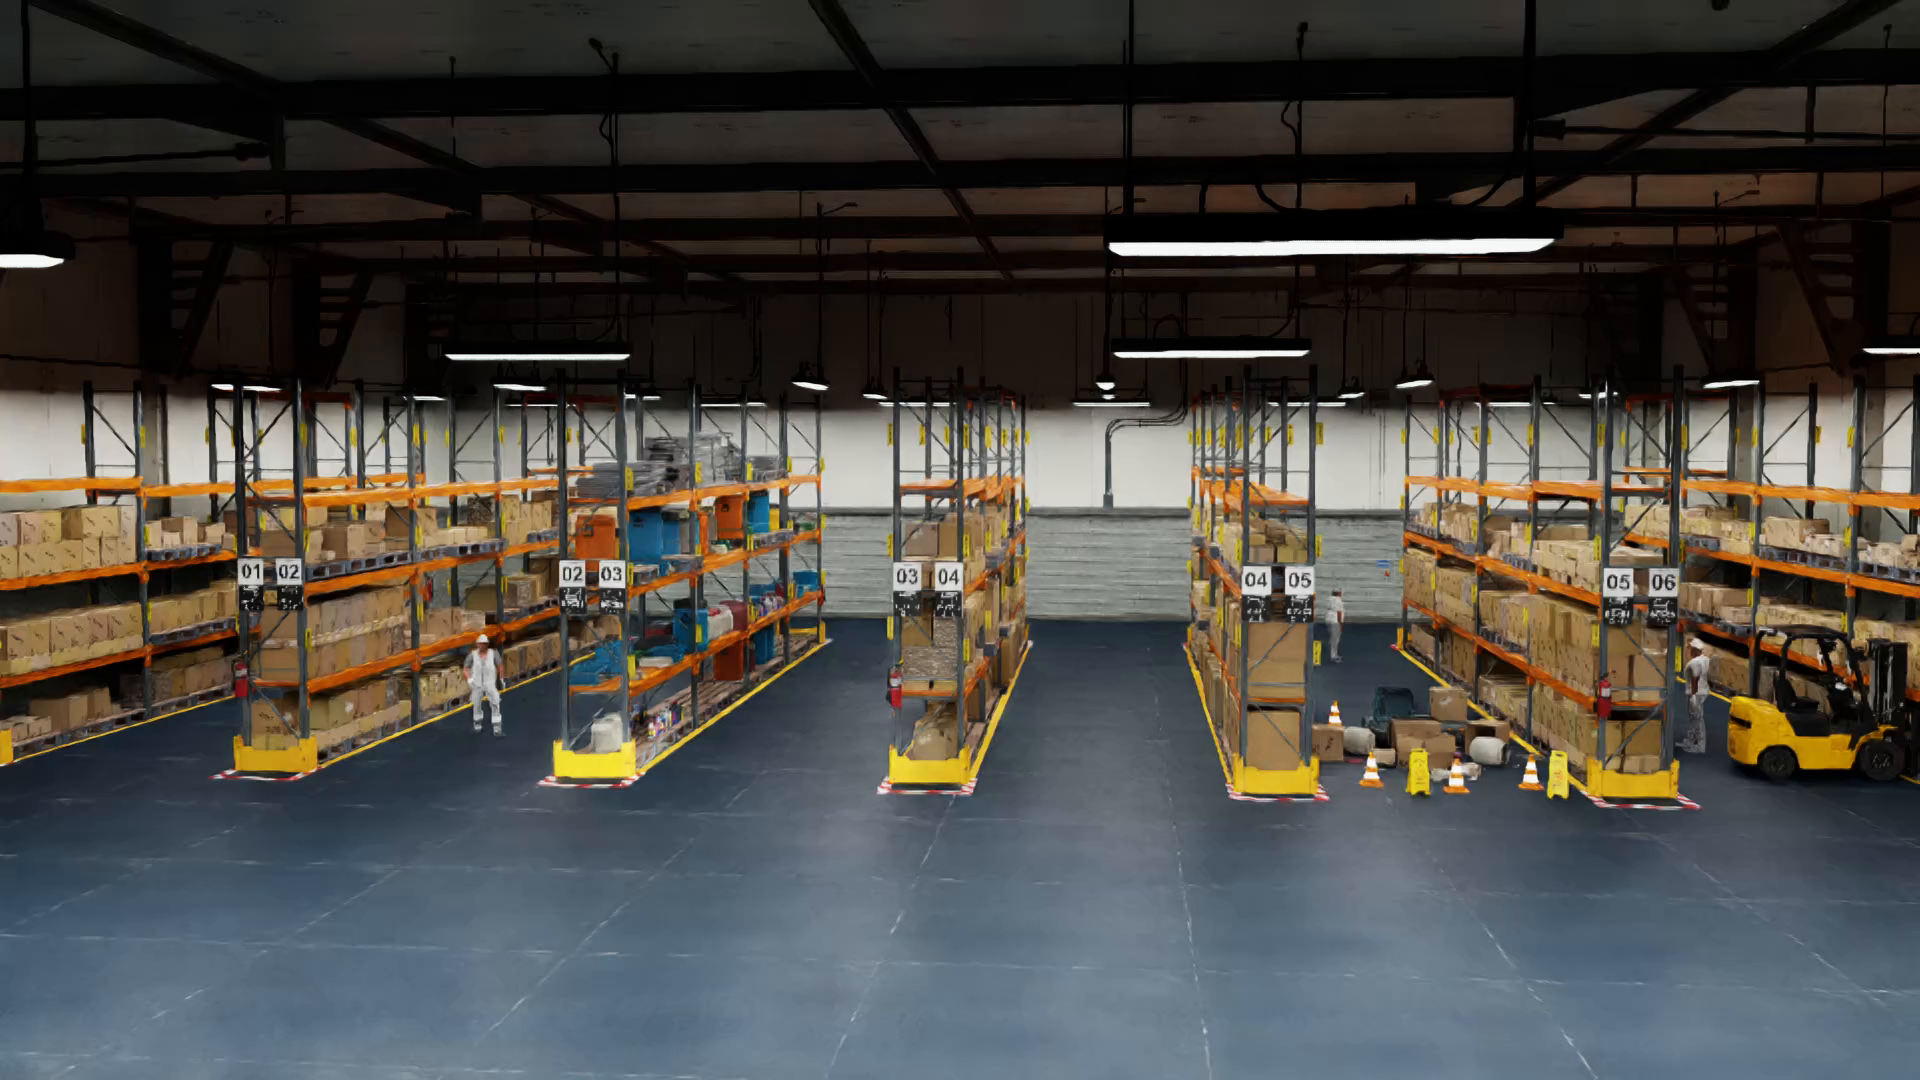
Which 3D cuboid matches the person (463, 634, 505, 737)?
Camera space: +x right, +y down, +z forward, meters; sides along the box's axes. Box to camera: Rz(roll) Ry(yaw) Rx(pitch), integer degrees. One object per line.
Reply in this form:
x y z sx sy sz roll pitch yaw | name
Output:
-7.926 2.410 27.728 0.684 1.715 0.844 -1 4 -11 | person

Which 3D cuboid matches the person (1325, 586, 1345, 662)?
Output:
8.387 1.858 37.045 0.463 1.673 0.575 -1 4 -13 | person

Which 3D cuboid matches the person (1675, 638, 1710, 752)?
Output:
11.643 2.451 26.435 0.498 1.784 0.614 2 4 35 | person
